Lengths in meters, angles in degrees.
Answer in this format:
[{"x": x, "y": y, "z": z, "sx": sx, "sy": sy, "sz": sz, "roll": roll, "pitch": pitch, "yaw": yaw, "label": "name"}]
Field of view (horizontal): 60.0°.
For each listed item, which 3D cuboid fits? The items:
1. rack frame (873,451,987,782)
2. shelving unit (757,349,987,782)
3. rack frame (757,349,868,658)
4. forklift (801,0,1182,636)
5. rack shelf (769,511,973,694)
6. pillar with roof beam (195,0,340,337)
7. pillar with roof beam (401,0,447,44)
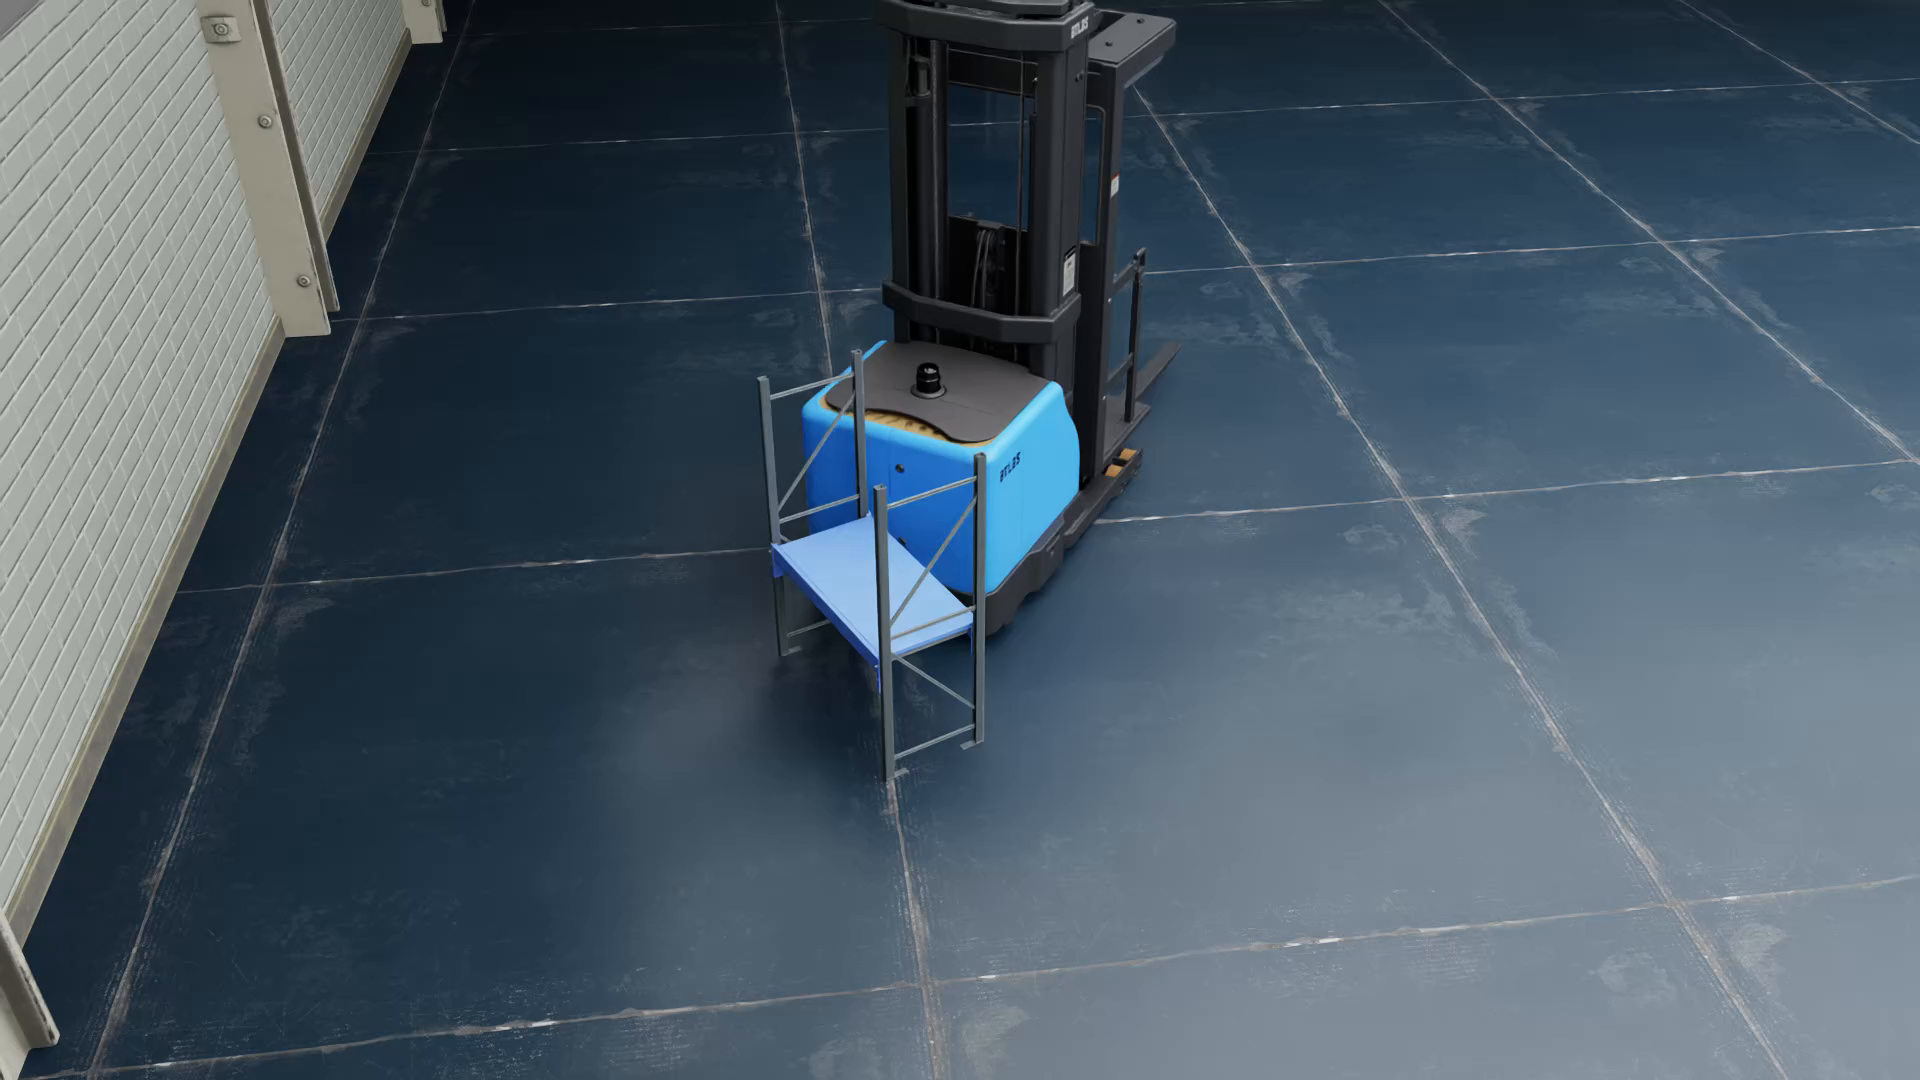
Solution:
[{"x": -0.114, "y": 0.348, "z": 6.907, "sx": 0.500, "sy": 1.500, "sz": 0.032, "roll": -19, "pitch": 39, "yaw": -26, "label": "rack frame"}, {"x": -0.381, "y": 0.104, "z": 7.265, "sx": 0.538, "sy": 1.500, "sz": 1.048, "roll": -19, "pitch": 39, "yaw": -26, "label": "shelving unit"}, {"x": -0.648, "y": -0.139, "z": 7.622, "sx": 0.500, "sy": 1.500, "sz": 0.032, "roll": -19, "pitch": 39, "yaw": -26, "label": "rack frame"}, {"x": 0.362, "y": -1.561, "z": 8.437, "sx": 1.130, "sy": 2.935, "sz": 3.031, "roll": 16, "pitch": 37, "yaw": 22, "label": "forklift"}, {"x": -0.381, "y": 0.253, "z": 7.366, "sx": 0.538, "sy": 0.185, "sz": 1.000, "roll": -19, "pitch": 39, "yaw": -26, "label": "rack shelf"}, {"x": 0.035, "y": -5.463, "z": 8.776, "sx": 9.100, "sy": 9.000, "sz": 0.400, "roll": -4, "pitch": 35, "yaw": -6, "label": "pillar with roof beam"}, {"x": -0.772, "y": -8.812, "z": 13.689, "sx": 9.100, "sy": 9.000, "sz": 0.400, "roll": -4, "pitch": 35, "yaw": -6, "label": "pillar with roof beam"}]
